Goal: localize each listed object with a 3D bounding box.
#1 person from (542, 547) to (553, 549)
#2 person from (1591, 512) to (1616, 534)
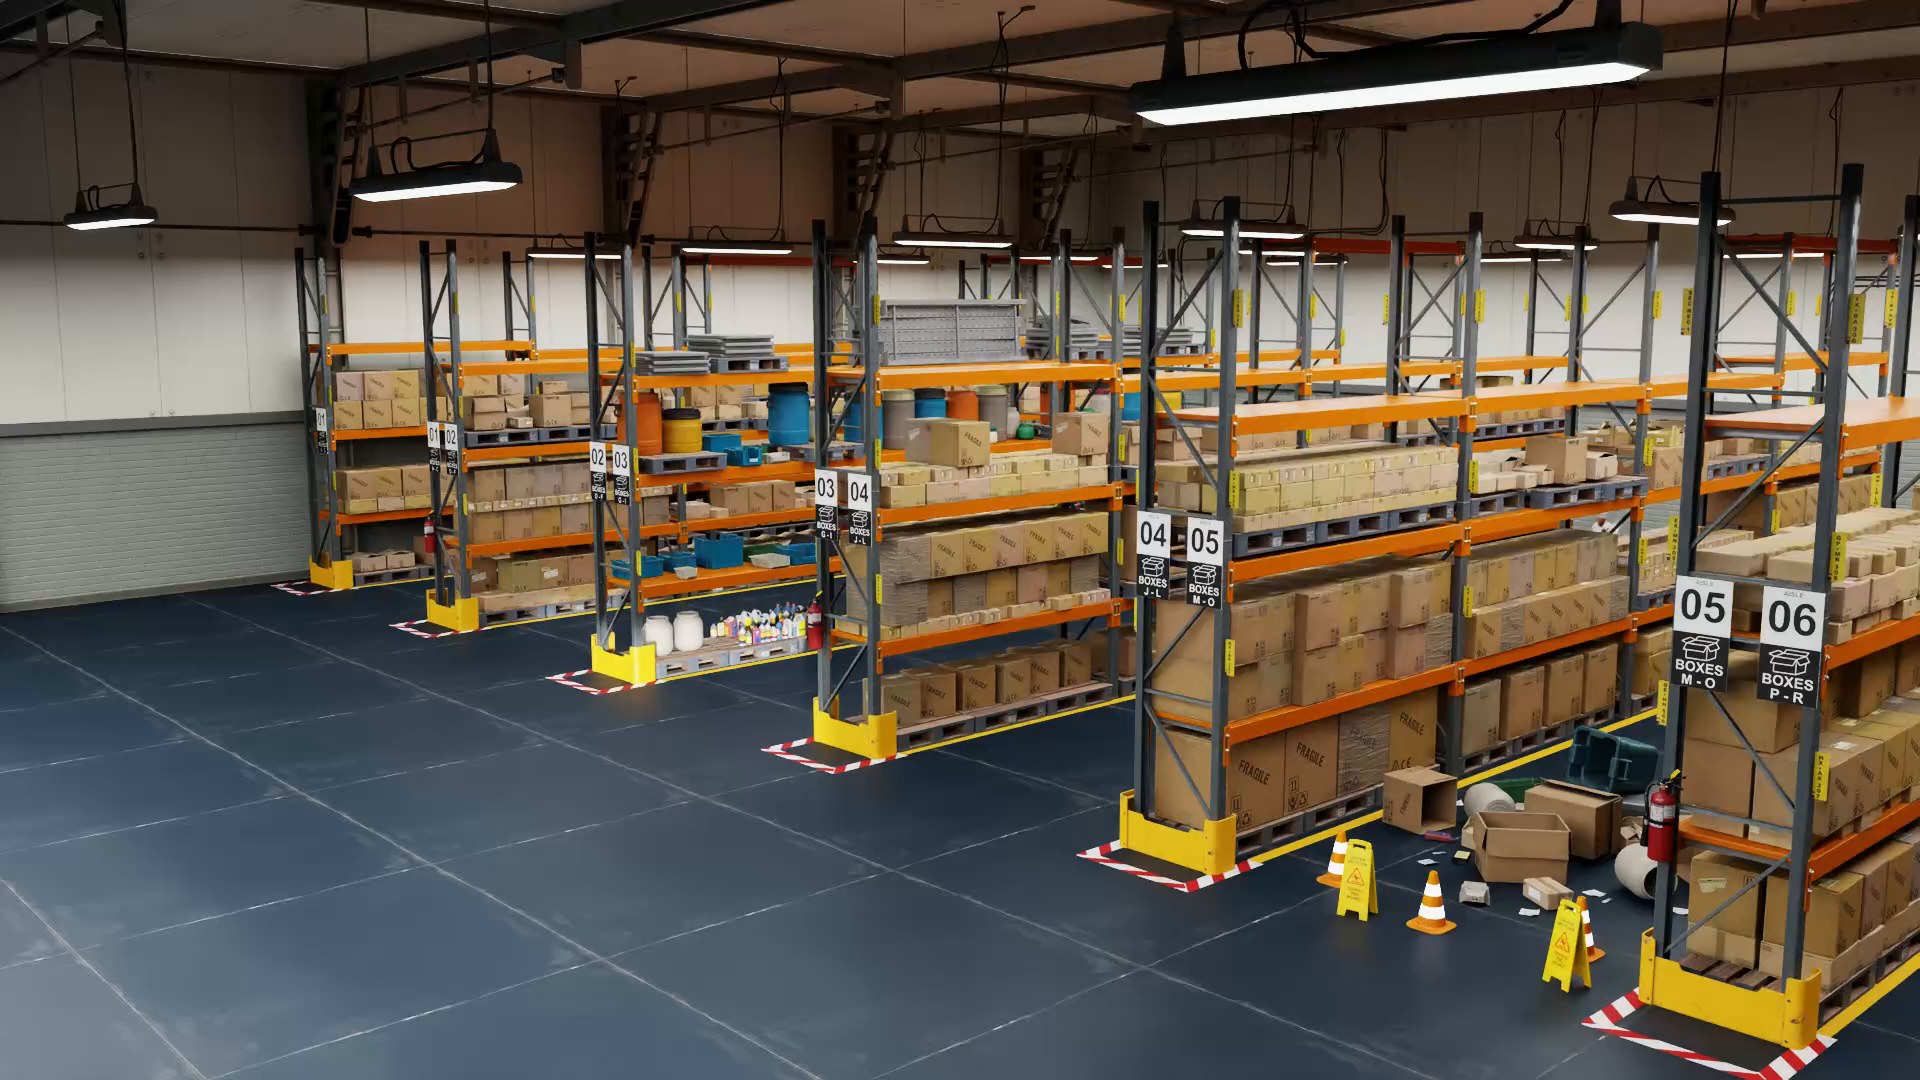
[{"bbox_3d":[-7.366,0.004,29.890,0.576,1.619,0.720,4,9,23],"label":"person"},{"bbox_3d":[10.784,0.272,27.931,0.793,1.612,0.582,-7,11,-38],"label":"person"}]
